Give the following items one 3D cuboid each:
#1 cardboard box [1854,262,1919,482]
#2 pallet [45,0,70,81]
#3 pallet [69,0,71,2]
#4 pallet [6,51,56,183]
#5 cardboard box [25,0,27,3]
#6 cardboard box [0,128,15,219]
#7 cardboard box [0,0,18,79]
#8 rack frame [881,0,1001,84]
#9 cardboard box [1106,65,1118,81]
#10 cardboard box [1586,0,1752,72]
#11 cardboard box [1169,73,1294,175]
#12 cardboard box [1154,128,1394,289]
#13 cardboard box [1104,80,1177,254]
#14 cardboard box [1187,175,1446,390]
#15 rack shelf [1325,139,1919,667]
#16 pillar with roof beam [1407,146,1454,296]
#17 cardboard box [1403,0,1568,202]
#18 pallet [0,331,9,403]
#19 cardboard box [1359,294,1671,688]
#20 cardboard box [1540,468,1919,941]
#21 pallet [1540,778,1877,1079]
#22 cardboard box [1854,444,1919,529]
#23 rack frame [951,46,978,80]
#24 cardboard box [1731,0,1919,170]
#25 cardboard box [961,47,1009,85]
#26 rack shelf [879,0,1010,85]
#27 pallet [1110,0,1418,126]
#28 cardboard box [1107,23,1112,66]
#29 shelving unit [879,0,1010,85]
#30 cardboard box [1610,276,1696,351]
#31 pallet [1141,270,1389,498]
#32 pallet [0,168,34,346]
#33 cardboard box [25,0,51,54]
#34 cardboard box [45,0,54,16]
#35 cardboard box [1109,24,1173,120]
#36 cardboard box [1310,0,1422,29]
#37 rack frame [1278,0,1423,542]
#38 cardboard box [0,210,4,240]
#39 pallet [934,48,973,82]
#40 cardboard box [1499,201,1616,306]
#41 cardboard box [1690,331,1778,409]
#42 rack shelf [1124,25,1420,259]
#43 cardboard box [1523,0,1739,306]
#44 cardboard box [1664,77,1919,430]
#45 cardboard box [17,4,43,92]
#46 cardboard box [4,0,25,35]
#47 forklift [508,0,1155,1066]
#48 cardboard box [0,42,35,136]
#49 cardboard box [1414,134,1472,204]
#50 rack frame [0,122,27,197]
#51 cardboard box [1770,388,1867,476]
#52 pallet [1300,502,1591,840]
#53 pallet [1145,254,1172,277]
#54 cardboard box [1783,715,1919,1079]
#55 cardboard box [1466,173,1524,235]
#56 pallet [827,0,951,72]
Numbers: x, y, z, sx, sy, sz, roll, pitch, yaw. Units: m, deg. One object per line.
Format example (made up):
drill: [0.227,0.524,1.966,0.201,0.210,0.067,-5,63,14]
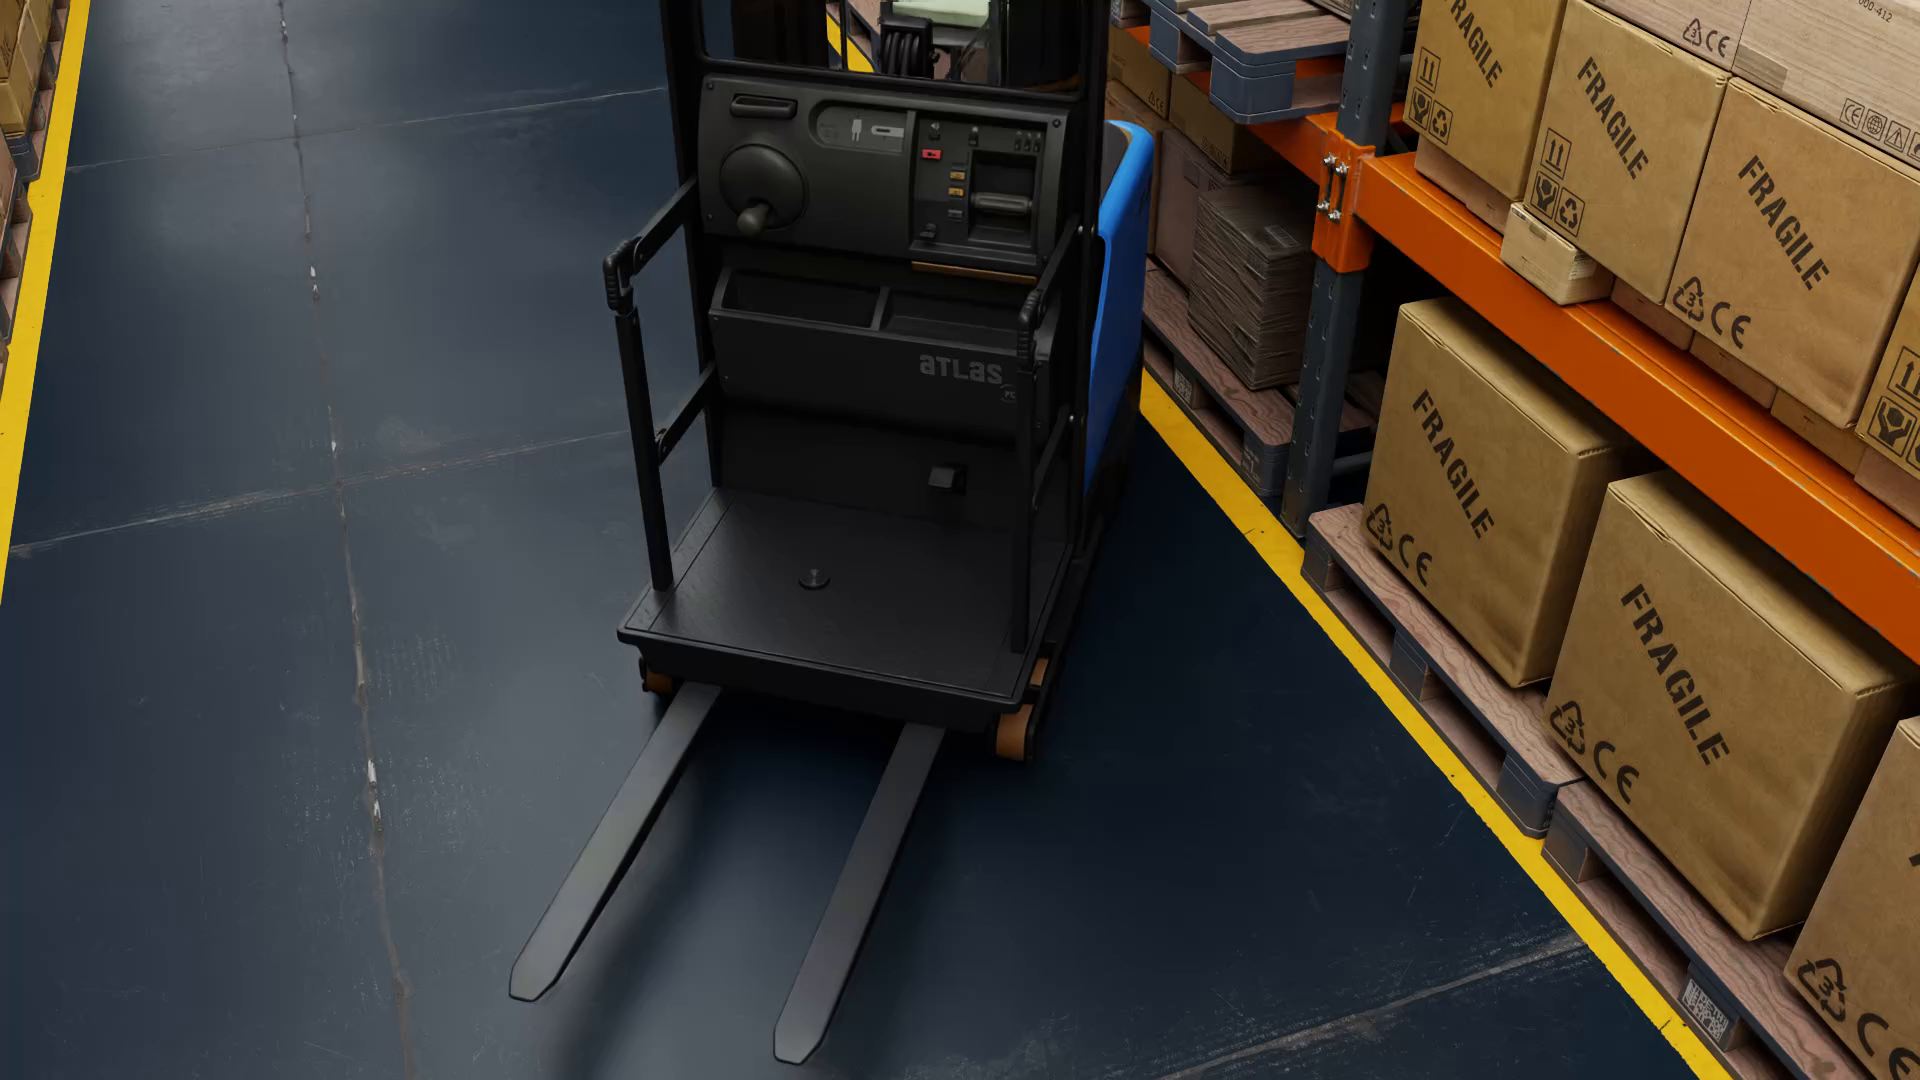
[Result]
cardboard box: [1.968,-0.300,2.808,0.500,0.500,0.500,-11,38,-15]
pallet: [-5.171,-2.598,8.524,1.003,0.211,1.213,-12,39,-16]
pallet: [-5.587,-3.286,9.437,1.003,0.211,1.213,-12,39,-16]
pallet: [-4.747,-1.908,7.607,1.003,0.211,1.213,-12,39,-16]
cardboard box: [-4.723,-2.824,7.819,0.500,0.500,0.500,-12,39,-16]
cardboard box: [-4.098,-1.459,6.630,0.500,0.250,0.500,-13,39,-16]
cardboard box: [-4.379,-2.259,7.069,0.500,0.500,0.500,-12,39,-16]
rack frame: [-0.063,-1.260,5.676,0.400,1.500,0.023,11,38,14]
cardboard box: [0.768,-1.778,6.829,0.700,0.500,0.500,-12,39,-15]
cardboard box: [1.613,-1.185,3.359,0.500,0.250,0.500,-13,39,-17]
cardboard box: [1.079,-1.539,5.889,0.500,0.250,0.500,-12,39,-15]
cardboard box: [1.148,-1.220,6.088,0.700,0.500,0.500,-13,39,-16]
cardboard box: [0.951,-1.495,6.453,0.700,0.500,0.500,-13,39,-16]
cardboard box: [1.216,-0.905,5.670,0.700,0.500,0.500,-12,39,-15]
rack shelf: [2.201,0.086,3.241,1.077,0.370,4.000,-12,39,-16]
pillar with roof beam: [-2.164,-3.750,2.749,9.100,9.000,0.400,-12,39,-16]
cardboard box: [1.440,-1.171,3.964,0.500,0.500,0.500,-11,38,-15]
pallet: [-3.799,-0.351,5.541,1.003,0.211,1.213,-12,39,-16]
cardboard box: [1.643,-0.198,4.458,0.750,0.750,0.750,-13,39,-17]
cardboard box: [1.939,0.298,3.799,0.750,0.750,0.750,-13,39,-16]
pallet: [2.130,0.931,3.838,1.003,0.211,1.213,-12,39,-16]
cardboard box: [1.947,-0.141,3.136,0.380,0.149,0.250,-12,39,-16]
rack frame: [0.160,-1.680,6.233,0.400,1.500,0.023,11,38,14]
cardboard box: [1.789,-0.903,2.985,0.500,0.250,0.500,-12,39,-16]
cardboard box: [0.406,-2.356,7.597,0.700,0.500,0.500,-11,38,-14]
rack shelf: [0.048,-1.782,5.720,0.431,0.370,0.720,11,38,14]
pallet: [1.168,-1.635,5.088,1.213,0.211,1.003,-12,39,-16]
cardboard box: [0.743,-2.114,6.653,0.500,0.250,0.500,-14,39,-17]
shelving unit: [0.048,-1.470,5.955,0.431,1.500,0.755,11,38,14]
cardboard box: [1.702,-0.577,3.715,0.380,0.149,0.250,-13,39,-16]
pallet: [1.246,-0.660,5.950,1.003,0.211,1.213,-12,39,-16]
pallet: [-4.223,-1.042,6.457,1.003,0.211,1.213,-12,39,-16]
cardboard box: [-4.723,-2.525,8.045,0.500,0.250,0.500,-12,39,-16]
cardboard box: [-4.900,-2.806,8.418,0.500,0.250,0.500,-12,39,-16]
cardboard box: [0.897,-1.829,6.273,0.500,0.250,0.500,-13,39,-16]
cardboard box: [1.342,-1.811,4.712,0.700,0.500,0.500,-17,40,-21]
rack frame: [1.513,-1.332,4.525,1.000,3.000,0.127,-12,39,-16]
cardboard box: [-3.926,-1.173,6.250,0.500,0.250,0.500,-13,39,-17]
pallet: [0.406,-2.038,7.780,1.003,0.211,1.213,-12,39,-16]
cardboard box: [1.500,-0.693,3.870,0.380,0.149,0.250,-11,38,-15]
cardboard box: [1.799,-0.432,3.523,0.380,0.149,0.250,-12,39,-15]
rack shelf: [0.825,-2.174,6.241,1.077,0.370,4.000,-12,39,-16]
cardboard box: [1.612,-0.873,3.569,0.500,0.500,0.500,-11,38,-14]
cardboard box: [1.781,-0.593,3.197,0.500,0.500,0.500,-13,39,-16]
cardboard box: [-4.555,-2.241,7.669,0.500,0.250,0.500,-12,39,-16]
cardboard box: [-4.558,-2.540,7.442,0.500,0.500,0.500,-12,39,-16]
forklift: [-0.255,-0.839,3.927,1.130,2.935,3.031,9,38,12]
cardboard box: [-4.388,-1.958,7.292,0.500,0.250,0.500,-12,39,-16]
cardboard box: [1.409,-1.005,4.284,0.380,0.149,0.250,-13,39,-17]
rack frame: [-4.513,-2.563,6.160,1.000,3.000,0.127,-12,39,-16]
cardboard box: [1.878,-0.284,3.326,0.380,0.149,0.250,-12,39,-15]
pallet: [1.714,0.243,4.752,1.003,0.211,1.213,-12,39,-16]
pallet: [0.830,-1.348,6.864,1.003,0.211,1.213,-12,39,-16]
cardboard box: [2.235,0.777,3.163,0.750,0.750,0.750,-11,38,-15]
cardboard box: [1.488,-0.861,4.092,0.380,0.149,0.250,-12,39,-15]
pallet: [-0.128,-2.849,8.858,1.003,0.211,1.213,-12,39,-16]
